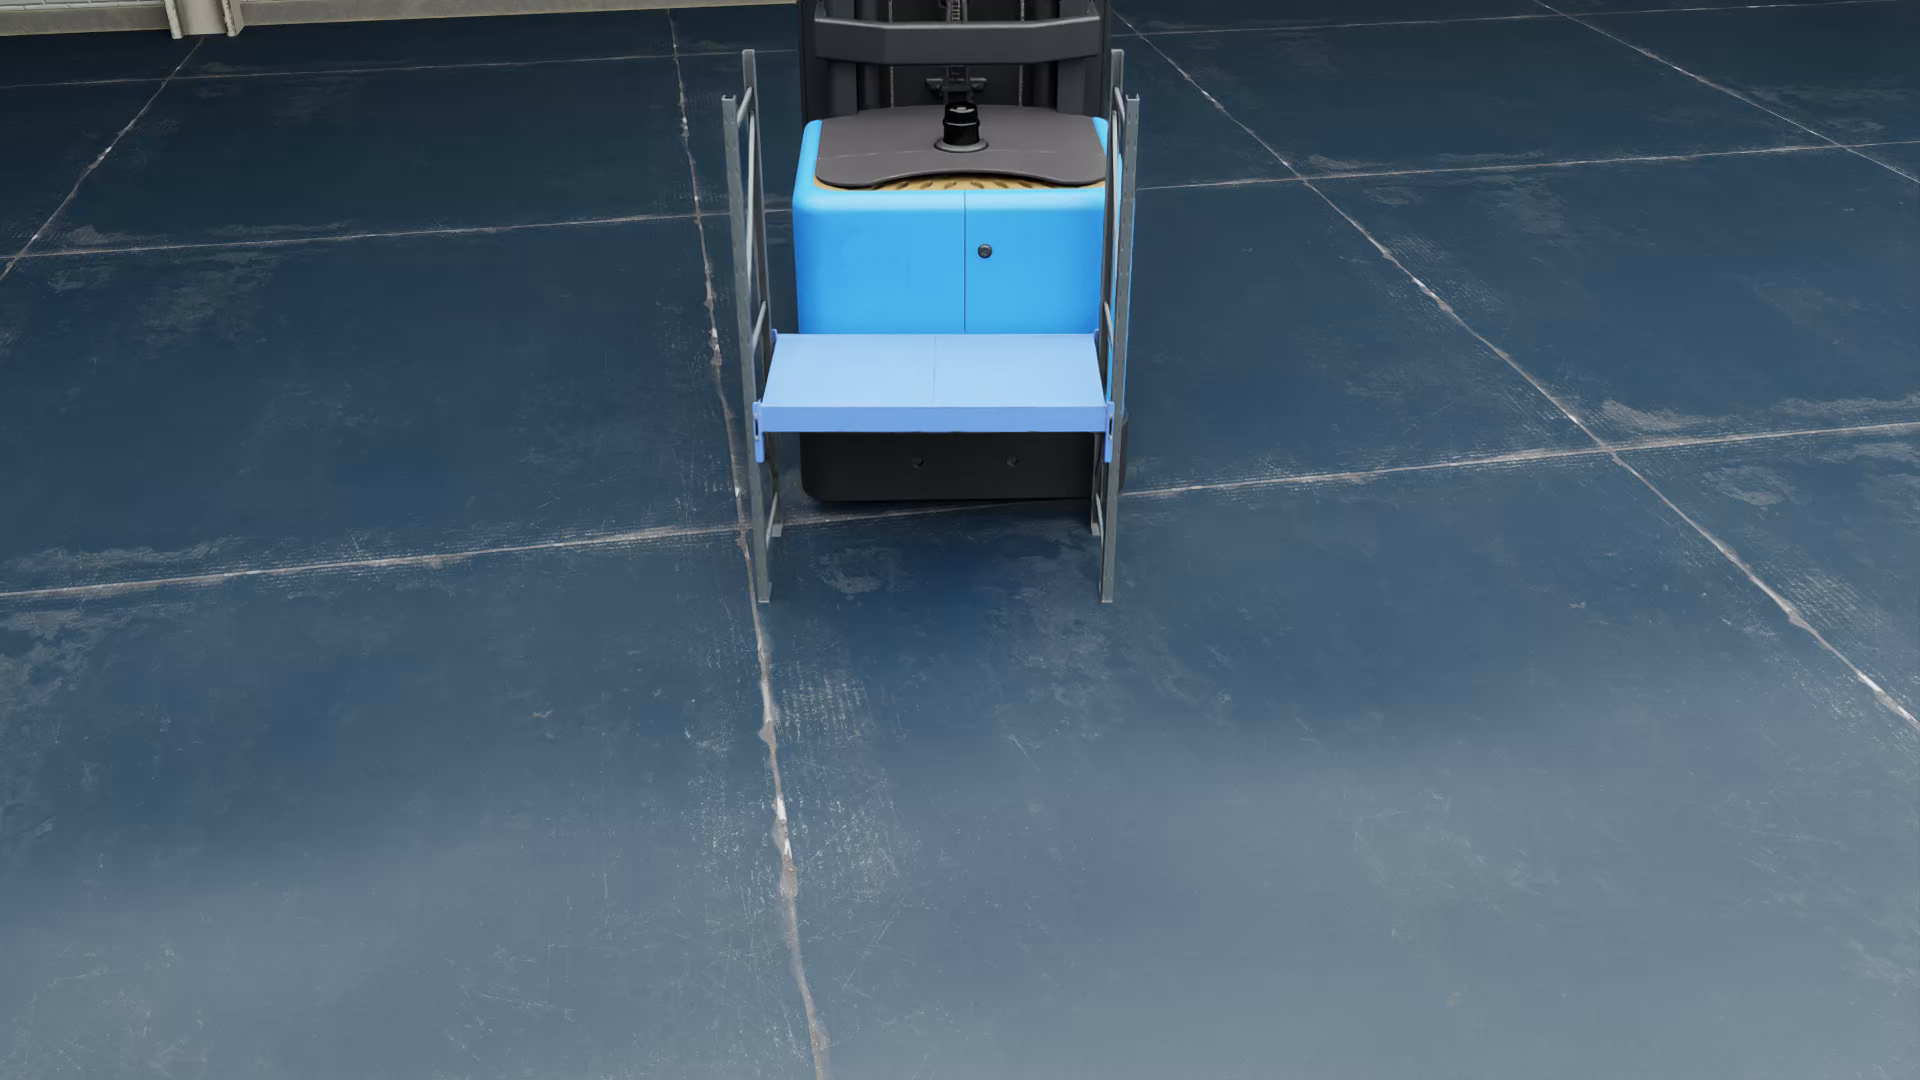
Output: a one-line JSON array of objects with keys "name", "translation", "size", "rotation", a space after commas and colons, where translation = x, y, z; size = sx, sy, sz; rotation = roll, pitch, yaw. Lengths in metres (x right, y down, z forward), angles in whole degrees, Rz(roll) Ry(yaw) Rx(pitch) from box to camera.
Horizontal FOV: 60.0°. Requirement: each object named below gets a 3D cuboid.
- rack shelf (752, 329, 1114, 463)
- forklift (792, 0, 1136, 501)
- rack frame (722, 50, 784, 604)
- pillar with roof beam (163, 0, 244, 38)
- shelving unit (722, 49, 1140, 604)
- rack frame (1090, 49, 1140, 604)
[{"name": "rack shelf", "translation": [-0.074, -0.428, 4.853], "size": [1.000, 0.185, 0.538], "rotation": [0, 30, 0]}, {"name": "forklift", "translation": [-0.031, -2.098, 5.927], "size": [1.130, 2.935, 3.031], "rotation": [-1, 30, -2]}, {"name": "rack frame", "translation": [-0.582, -0.582, 4.761], "size": [0.032, 1.500, 0.500], "rotation": [0, 30, 0]}, {"name": "pillar with roof beam", "translation": [-4.165, -5.078, 5.008], "size": [0.400, 9.000, 9.100], "rotation": [-5, 31, -9]}, {"name": "shelving unit", "translation": [-0.074, -0.583, 4.761], "size": [1.048, 1.500, 0.538], "rotation": [0, 30, 0]}, {"name": "rack frame", "translation": [0.434, -0.583, 4.762], "size": [0.032, 1.500, 0.500], "rotation": [0, 30, 0]}]
